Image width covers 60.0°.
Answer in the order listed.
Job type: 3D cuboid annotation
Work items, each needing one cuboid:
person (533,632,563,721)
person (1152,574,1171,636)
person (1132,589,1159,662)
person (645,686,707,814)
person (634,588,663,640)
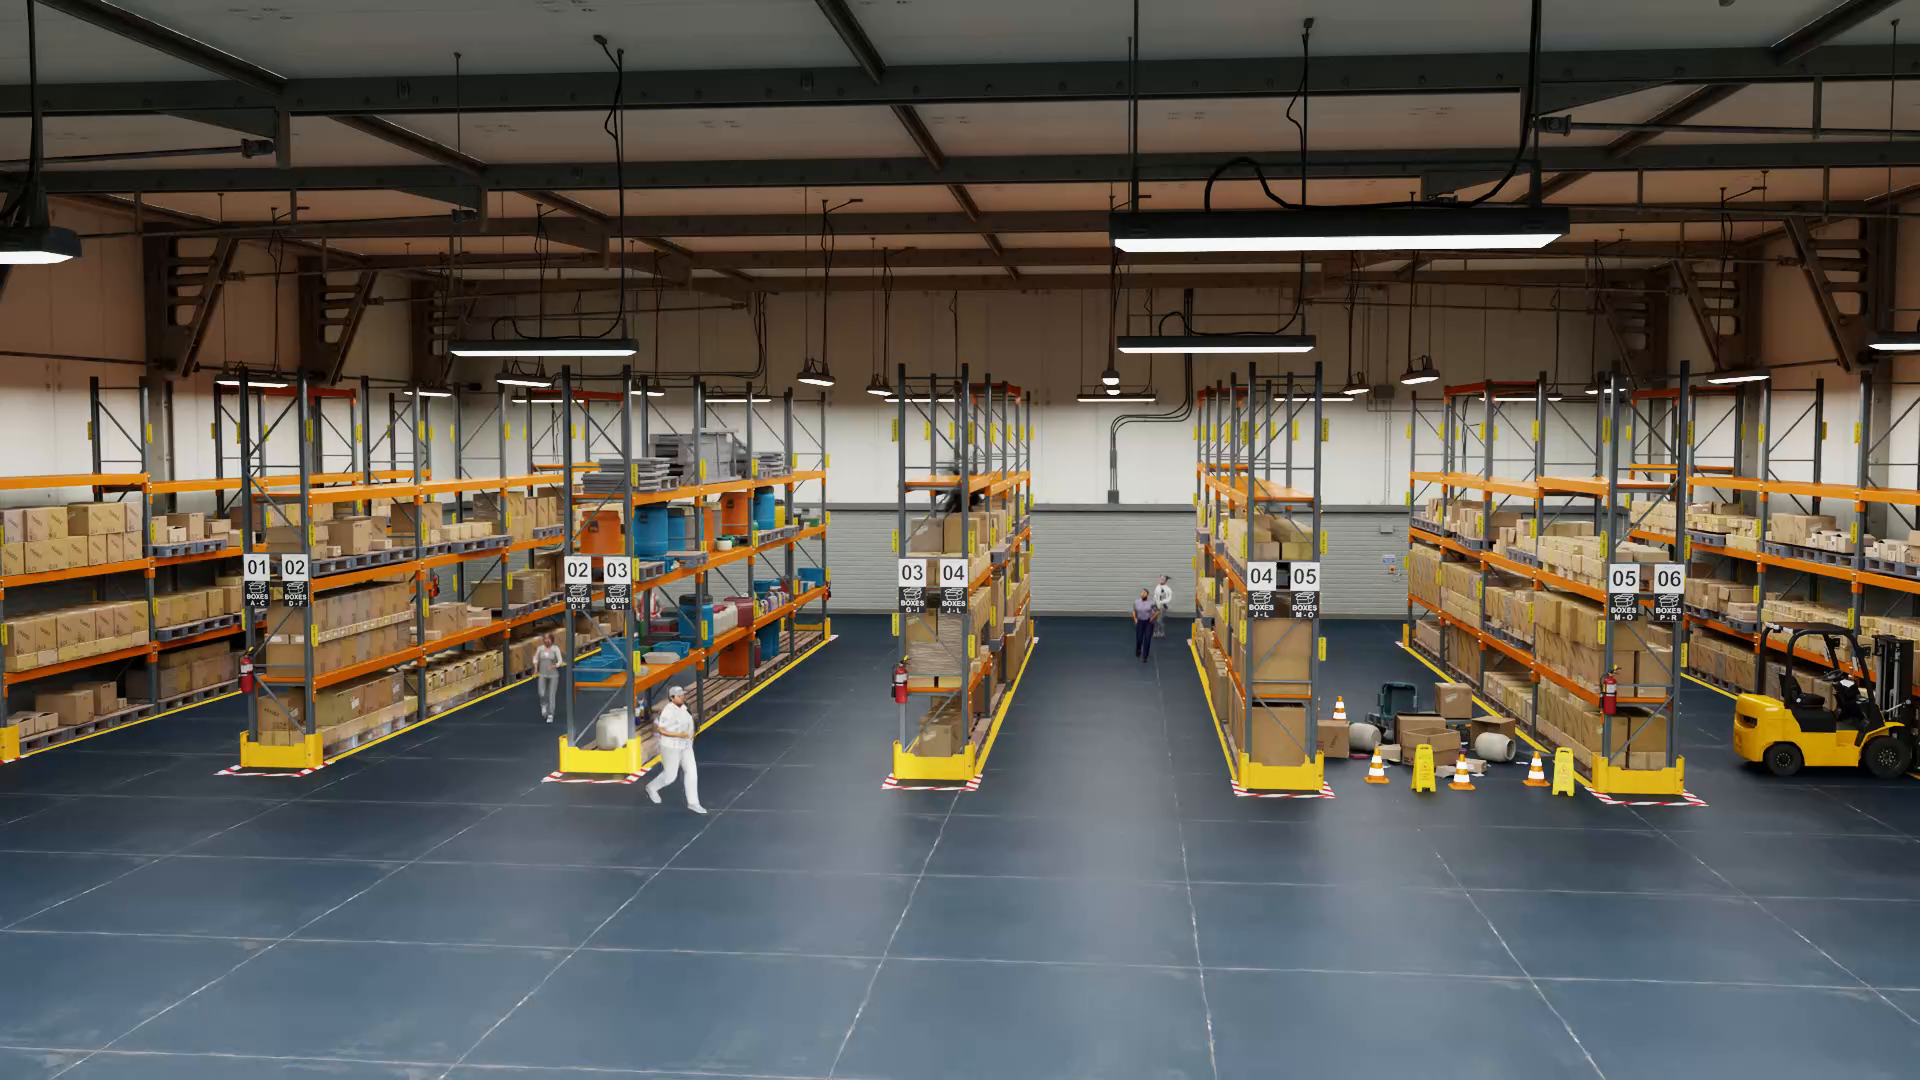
[{"bbox_3d":[-7.129,2.374,28.719,0.524,1.561,0.559,0,4,-7],"label":"person"},{"bbox_3d":[4.875,1.612,40.423,0.620,1.614,0.764,-3,5,-36],"label":"person"},{"bbox_3d":[4.061,1.868,36.483,0.581,1.617,0.586,1,4,11],"label":"person"},{"bbox_3d":[-3.763,2.757,21.984,0.931,1.668,0.611,2,4,33],"label":"person"},{"bbox_3d":[-6.860,1.782,36.603,0.638,1.740,0.587,-1,4,-8],"label":"person"}]
